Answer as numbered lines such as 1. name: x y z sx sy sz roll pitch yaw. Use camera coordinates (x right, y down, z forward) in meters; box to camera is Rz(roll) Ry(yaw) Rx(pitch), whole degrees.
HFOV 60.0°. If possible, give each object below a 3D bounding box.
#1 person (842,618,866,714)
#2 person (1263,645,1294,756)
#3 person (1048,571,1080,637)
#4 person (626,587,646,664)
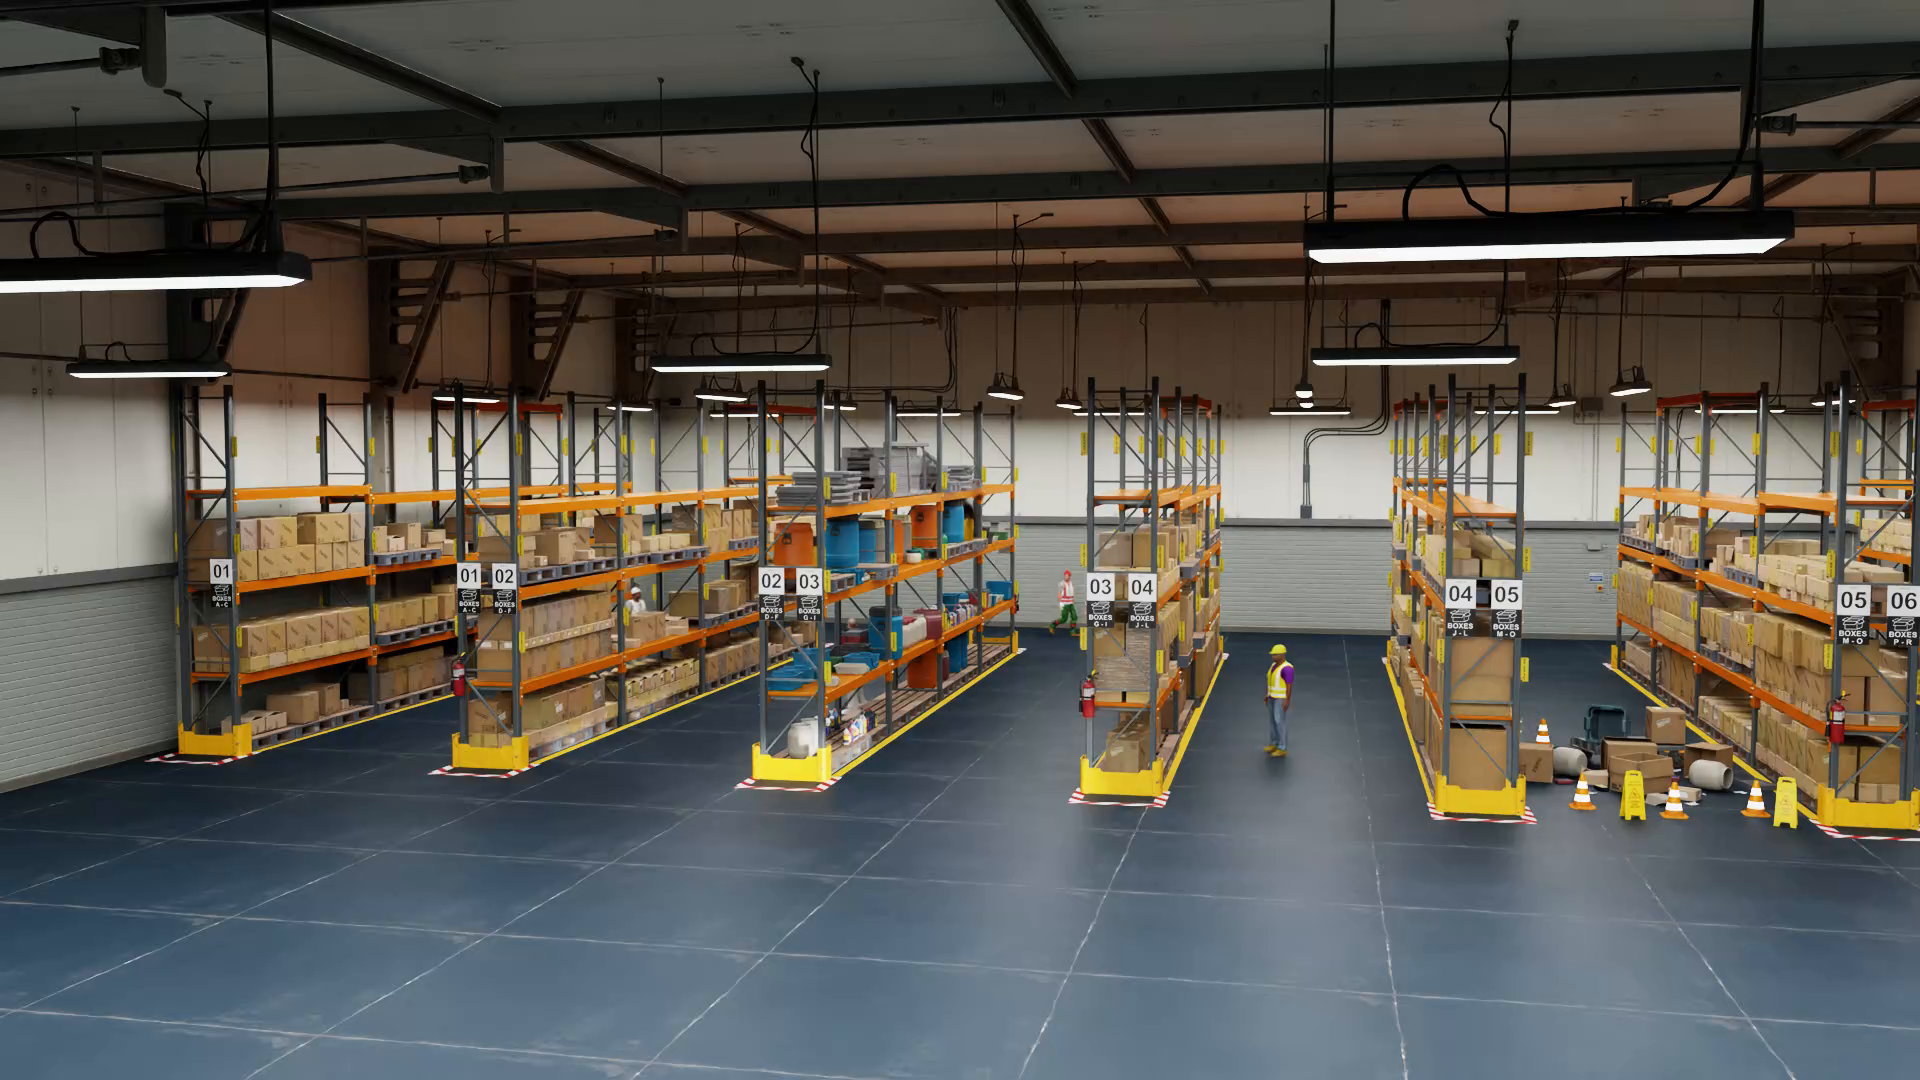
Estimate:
1. person: -1.999 2.355 31.176 0.424 1.799 0.636 2 4 36
2. person: 5.172 2.606 27.222 0.468 1.788 0.594 -1 3 -18
3. person: 2.764 1.676 43.780 0.862 1.749 0.582 2 4 29
4. person: -7.398 1.977 38.104 0.598 1.793 0.508 -2 4 -36
